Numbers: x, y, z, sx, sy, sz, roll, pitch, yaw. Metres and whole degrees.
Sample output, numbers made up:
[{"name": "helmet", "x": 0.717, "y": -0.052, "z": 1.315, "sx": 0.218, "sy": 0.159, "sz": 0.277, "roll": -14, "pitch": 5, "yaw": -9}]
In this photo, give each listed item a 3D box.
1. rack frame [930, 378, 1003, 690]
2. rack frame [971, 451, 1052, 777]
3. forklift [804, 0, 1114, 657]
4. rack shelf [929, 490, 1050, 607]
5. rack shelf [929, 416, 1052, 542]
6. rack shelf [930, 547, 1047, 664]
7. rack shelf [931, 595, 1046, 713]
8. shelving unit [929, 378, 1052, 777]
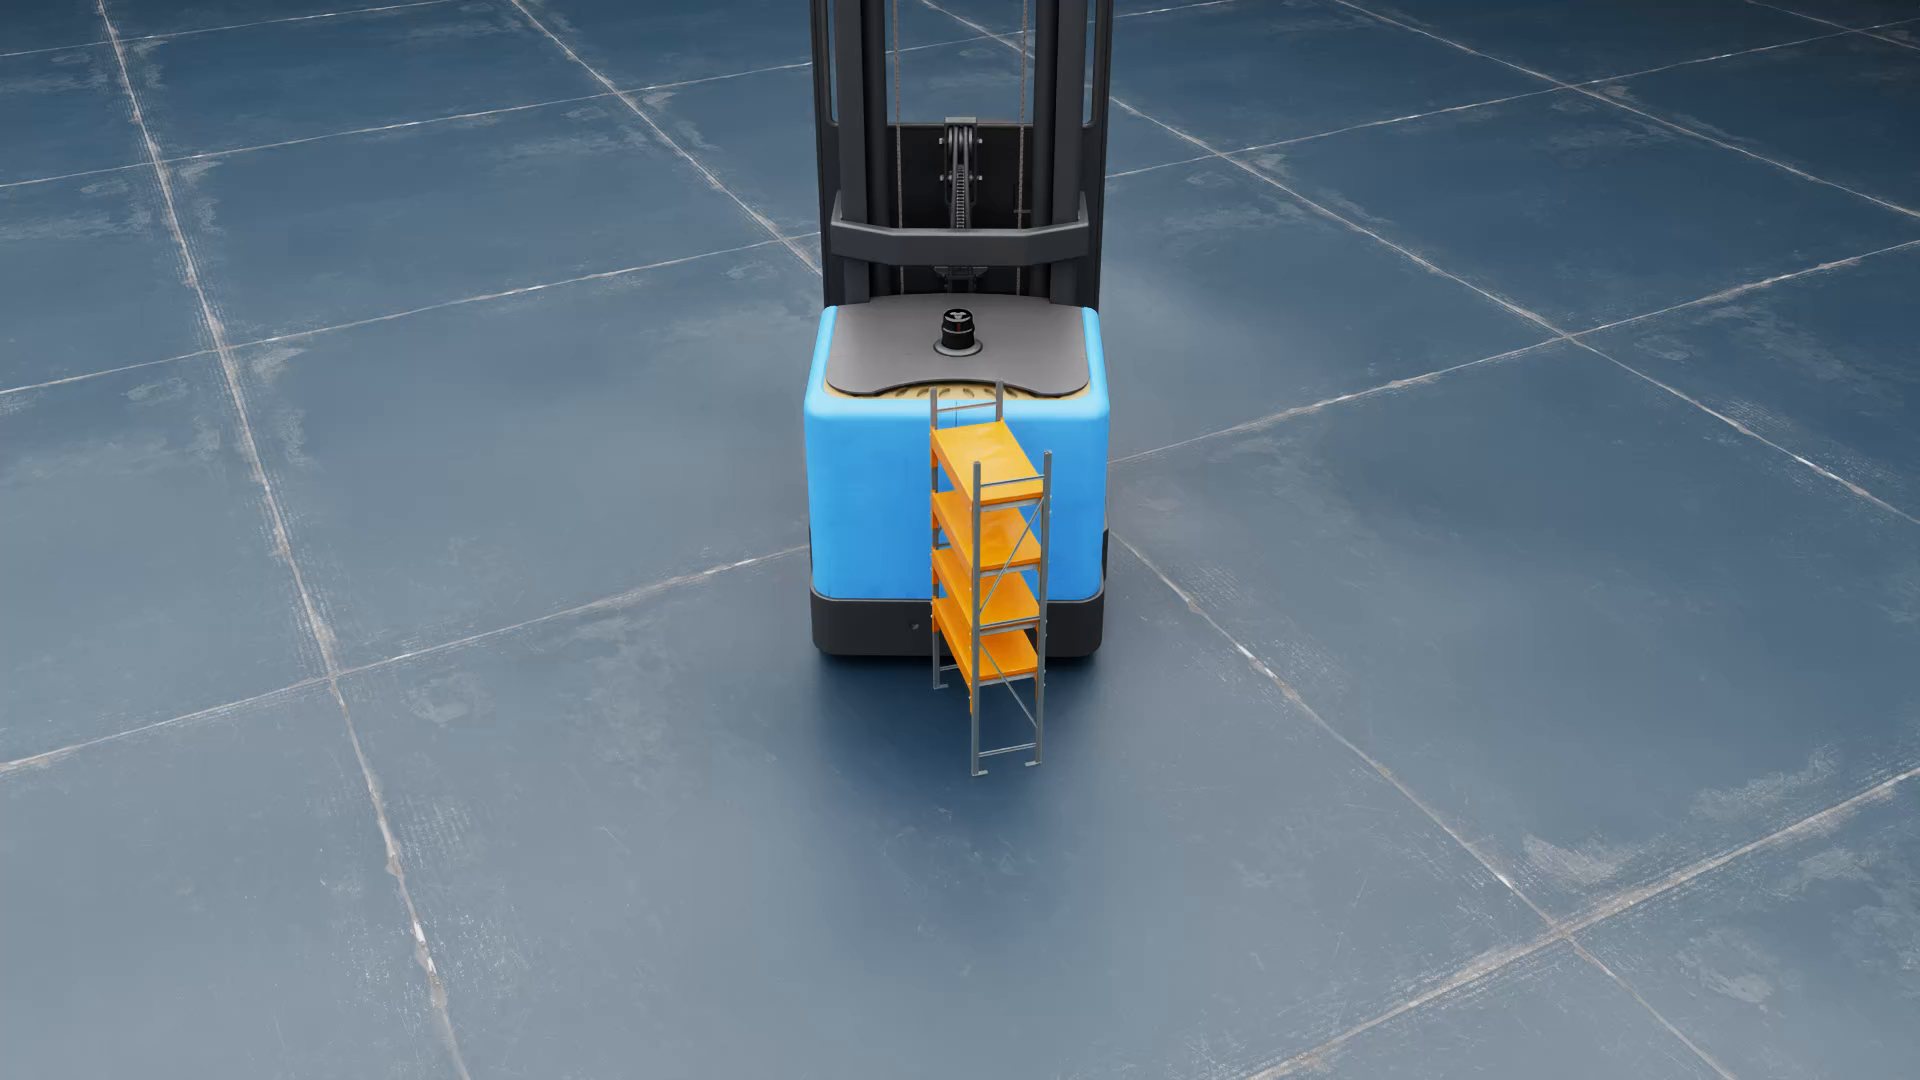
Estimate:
[{"name": "rack frame", "x": 0.022, "y": 0.007, "z": 5.626, "sx": 0.240, "sy": 1.200, "sz": 0.015, "roll": -9, "pitch": 34, "yaw": -13}, {"name": "rack frame", "x": 0.155, "y": 0.261, "z": 5.231, "sx": 0.240, "sy": 1.200, "sz": 0.015, "roll": -9, "pitch": 34, "yaw": -13}, {"name": "forklift", "x": 0.009, "y": -1.573, "z": 6.488, "sx": 1.130, "sy": 2.935, "sz": 3.031, "roll": 0, "pitch": 33, "yaw": 1}, {"name": "rack shelf", "x": 0.088, "y": 0.002, "z": 5.344, "sx": 0.258, "sy": 0.148, "sz": 0.480, "roll": -9, "pitch": 34, "yaw": -13}, {"name": "rack shelf", "x": 0.088, "y": -0.197, "z": 5.216, "sx": 0.258, "sy": 0.148, "sz": 0.480, "roll": -9, "pitch": 34, "yaw": -13}, {"name": "rack shelf", "x": 0.088, "y": 0.191, "z": 5.465, "sx": 0.258, "sy": 0.148, "sz": 0.480, "roll": -9, "pitch": 34, "yaw": -13}, {"name": "rack shelf", "x": 0.088, "y": 0.358, "z": 5.572, "sx": 0.258, "sy": 0.148, "sz": 0.480, "roll": -9, "pitch": 34, "yaw": -13}, {"name": "shelving unit", "x": 0.088, "y": 0.134, "z": 5.428, "sx": 0.258, "sy": 1.200, "sz": 0.503, "roll": -9, "pitch": 34, "yaw": -13}]
